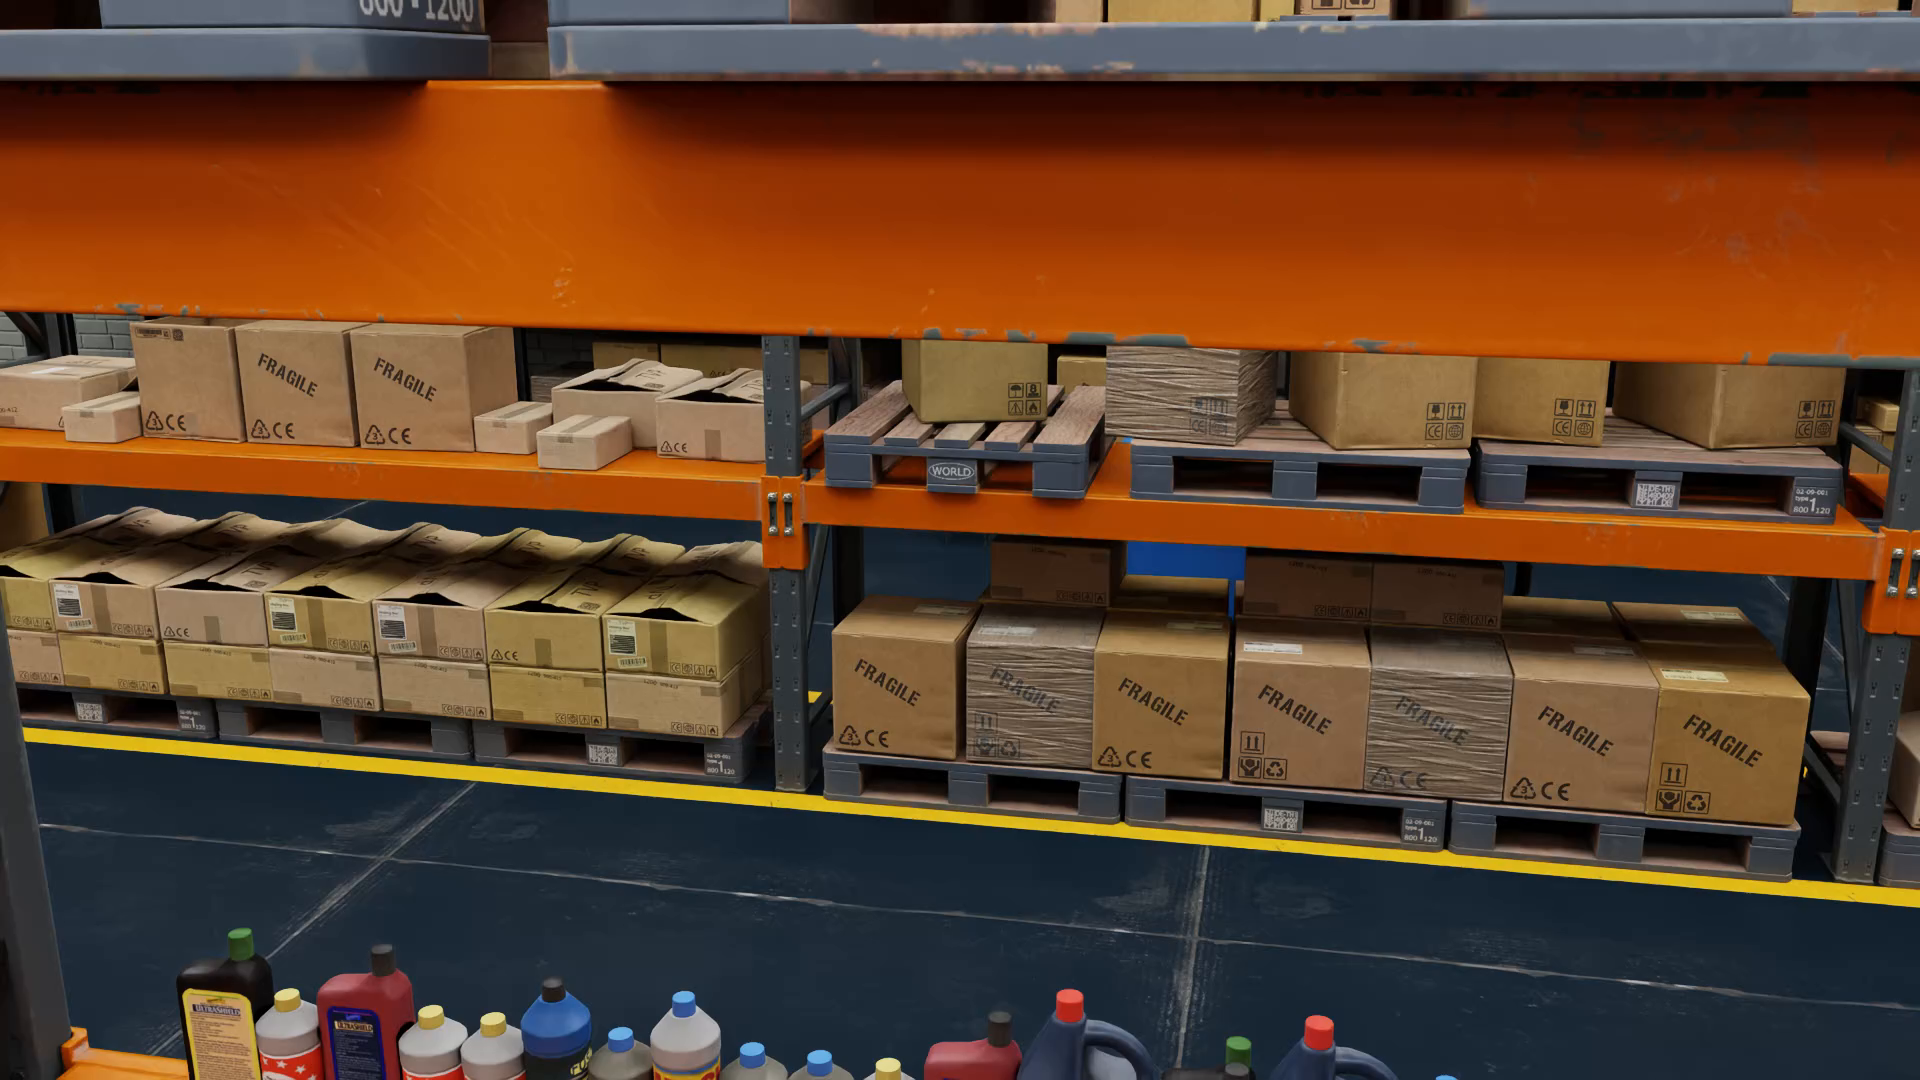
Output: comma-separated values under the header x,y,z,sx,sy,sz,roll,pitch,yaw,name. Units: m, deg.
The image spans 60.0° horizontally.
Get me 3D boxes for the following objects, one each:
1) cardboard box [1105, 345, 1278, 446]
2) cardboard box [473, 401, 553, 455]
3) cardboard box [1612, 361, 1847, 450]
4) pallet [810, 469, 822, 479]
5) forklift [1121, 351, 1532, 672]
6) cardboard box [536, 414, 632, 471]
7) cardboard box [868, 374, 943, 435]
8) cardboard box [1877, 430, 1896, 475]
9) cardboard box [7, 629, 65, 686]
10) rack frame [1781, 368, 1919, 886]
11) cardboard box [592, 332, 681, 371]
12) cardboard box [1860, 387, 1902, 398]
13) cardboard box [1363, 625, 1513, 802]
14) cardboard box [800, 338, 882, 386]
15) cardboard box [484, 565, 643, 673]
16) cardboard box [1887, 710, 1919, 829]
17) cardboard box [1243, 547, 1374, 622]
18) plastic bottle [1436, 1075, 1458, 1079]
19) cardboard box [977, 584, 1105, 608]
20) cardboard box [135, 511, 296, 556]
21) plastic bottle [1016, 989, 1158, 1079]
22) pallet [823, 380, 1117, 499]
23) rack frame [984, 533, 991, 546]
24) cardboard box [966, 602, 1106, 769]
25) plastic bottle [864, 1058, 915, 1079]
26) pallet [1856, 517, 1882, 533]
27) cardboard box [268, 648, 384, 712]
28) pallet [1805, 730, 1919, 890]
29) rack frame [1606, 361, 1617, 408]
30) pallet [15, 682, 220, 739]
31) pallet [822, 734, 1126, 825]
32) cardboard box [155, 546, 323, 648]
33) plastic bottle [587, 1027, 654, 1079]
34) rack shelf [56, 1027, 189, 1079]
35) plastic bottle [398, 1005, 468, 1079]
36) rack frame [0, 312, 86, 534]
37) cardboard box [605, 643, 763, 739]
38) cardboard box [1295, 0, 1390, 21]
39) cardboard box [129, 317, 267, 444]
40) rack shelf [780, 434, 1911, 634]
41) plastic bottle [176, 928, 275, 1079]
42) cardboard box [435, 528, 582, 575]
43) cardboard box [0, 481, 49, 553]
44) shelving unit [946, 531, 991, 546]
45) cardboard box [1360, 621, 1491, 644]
x,y,z,sx,sy,sz,roll,pitch,yaw,name
0.905,-0.693,6.402,0.500,0.500,0.700,6,17,22,cardboard box
-1.853,-0.477,7.067,0.250,0.149,0.380,4,16,15,cardboard box
2.908,-0.667,6.307,0.500,0.500,0.700,-2,16,-8,cardboard box
-0.374,-0.540,12.045,1.213,0.211,1.003,3,16,11,pallet
2.079,-0.678,7.450,1.130,2.935,3.031,-11,19,-35,forklift
-1.529,-0.400,6.787,0.250,0.149,0.380,3,16,11,cardboard box
-0.325,-0.874,11.885,0.500,0.500,0.700,3,16,12,cardboard box
6.018,-0.504,10.590,0.500,0.500,0.700,3,16,12,cardboard box
-4.166,0.451,7.610,0.500,0.250,0.500,3,16,10,cardboard box
3.327,-0.333,6.074,0.127,3.000,1.000,3,16,11,rack frame
-2.372,-1.366,12.257,0.500,0.250,0.500,3,16,10,cardboard box
5.943,-0.877,10.720,0.250,0.149,0.380,3,16,12,cardboard box
1.813,0.653,6.373,0.500,0.500,0.500,3,16,12,cardboard box
-0.871,-1.282,11.953,0.500,0.250,0.500,3,16,12,cardboard box
-1.665,0.318,7.040,0.500,0.311,0.500,3,16,10,cardboard box
3.696,0.830,6.089,0.500,0.311,0.500,3,16,11,cardboard box
1.430,0.129,6.860,0.500,0.250,0.500,3,16,10,cardboard box
0.621,0.821,2.152,0.097,0.271,0.097,0,15,0,plastic bottle
0.371,0.436,7.159,0.500,0.500,0.500,4,16,13,cardboard box
-3.547,0.067,7.945,0.500,0.311,0.500,4,16,13,cardboard box
0.166,0.764,2.207,0.185,0.351,0.144,3,16,11,plastic bottle
0.086,-0.435,6.804,1.003,0.211,1.213,3,16,11,pallet
0.172,-0.497,10.318,0.008,1.050,0.200,3,16,11,rack frame
0.311,0.573,6.664,0.500,0.500,0.500,3,16,9,cardboard box
-0.098,0.815,2.302,0.097,0.201,0.097,0,15,0,plastic bottle
6.240,-0.160,10.673,1.213,0.211,1.003,3,16,11,pallet
-2.659,0.532,7.315,0.500,0.250,0.500,3,16,12,cardboard box
4.000,1.048,6.313,1.213,0.211,1.003,3,16,11,pallet
4.311,-1.629,10.753,0.127,3.000,1.000,3,16,11,rack frame
-3.782,0.615,7.878,1.213,0.211,1.003,3,16,11,pallet
0.132,0.848,7.035,1.213,0.211,1.003,3,16,11,pallet
-3.160,0.237,7.332,0.500,0.311,0.500,3,16,9,cardboard box
-0.480,0.795,2.377,0.097,0.201,0.097,0,15,0,plastic bottle
0.377,1.203,1.877,4.000,0.370,1.077,3,16,11,rack shelf
-0.766,0.779,2.433,0.097,0.201,0.097,0,15,0,plastic bottle
-4.512,-0.758,7.610,0.127,3.000,1.000,3,16,11,rack frame
-1.156,0.613,7.024,0.500,0.250,0.500,3,16,12,cardboard box
1.541,-2.193,6.011,0.600,0.600,0.600,2,16,9,cardboard box
-3.247,-0.733,7.333,0.500,0.500,0.500,4,16,15,cardboard box
1.368,-0.092,6.554,4.000,0.370,1.077,3,16,11,rack shelf
-1.102,0.716,2.506,0.133,0.283,0.061,3,16,11,plastic bottle
-2.063,0.149,7.649,0.500,0.311,0.500,3,16,10,cardboard box
-4.904,-0.103,8.206,0.500,0.500,0.500,3,16,11,cardboard box
0.052,-0.503,10.342,0.252,1.050,0.215,3,16,11,shelving unit
1.889,0.516,6.867,0.500,0.500,0.500,3,16,12,cardboard box
